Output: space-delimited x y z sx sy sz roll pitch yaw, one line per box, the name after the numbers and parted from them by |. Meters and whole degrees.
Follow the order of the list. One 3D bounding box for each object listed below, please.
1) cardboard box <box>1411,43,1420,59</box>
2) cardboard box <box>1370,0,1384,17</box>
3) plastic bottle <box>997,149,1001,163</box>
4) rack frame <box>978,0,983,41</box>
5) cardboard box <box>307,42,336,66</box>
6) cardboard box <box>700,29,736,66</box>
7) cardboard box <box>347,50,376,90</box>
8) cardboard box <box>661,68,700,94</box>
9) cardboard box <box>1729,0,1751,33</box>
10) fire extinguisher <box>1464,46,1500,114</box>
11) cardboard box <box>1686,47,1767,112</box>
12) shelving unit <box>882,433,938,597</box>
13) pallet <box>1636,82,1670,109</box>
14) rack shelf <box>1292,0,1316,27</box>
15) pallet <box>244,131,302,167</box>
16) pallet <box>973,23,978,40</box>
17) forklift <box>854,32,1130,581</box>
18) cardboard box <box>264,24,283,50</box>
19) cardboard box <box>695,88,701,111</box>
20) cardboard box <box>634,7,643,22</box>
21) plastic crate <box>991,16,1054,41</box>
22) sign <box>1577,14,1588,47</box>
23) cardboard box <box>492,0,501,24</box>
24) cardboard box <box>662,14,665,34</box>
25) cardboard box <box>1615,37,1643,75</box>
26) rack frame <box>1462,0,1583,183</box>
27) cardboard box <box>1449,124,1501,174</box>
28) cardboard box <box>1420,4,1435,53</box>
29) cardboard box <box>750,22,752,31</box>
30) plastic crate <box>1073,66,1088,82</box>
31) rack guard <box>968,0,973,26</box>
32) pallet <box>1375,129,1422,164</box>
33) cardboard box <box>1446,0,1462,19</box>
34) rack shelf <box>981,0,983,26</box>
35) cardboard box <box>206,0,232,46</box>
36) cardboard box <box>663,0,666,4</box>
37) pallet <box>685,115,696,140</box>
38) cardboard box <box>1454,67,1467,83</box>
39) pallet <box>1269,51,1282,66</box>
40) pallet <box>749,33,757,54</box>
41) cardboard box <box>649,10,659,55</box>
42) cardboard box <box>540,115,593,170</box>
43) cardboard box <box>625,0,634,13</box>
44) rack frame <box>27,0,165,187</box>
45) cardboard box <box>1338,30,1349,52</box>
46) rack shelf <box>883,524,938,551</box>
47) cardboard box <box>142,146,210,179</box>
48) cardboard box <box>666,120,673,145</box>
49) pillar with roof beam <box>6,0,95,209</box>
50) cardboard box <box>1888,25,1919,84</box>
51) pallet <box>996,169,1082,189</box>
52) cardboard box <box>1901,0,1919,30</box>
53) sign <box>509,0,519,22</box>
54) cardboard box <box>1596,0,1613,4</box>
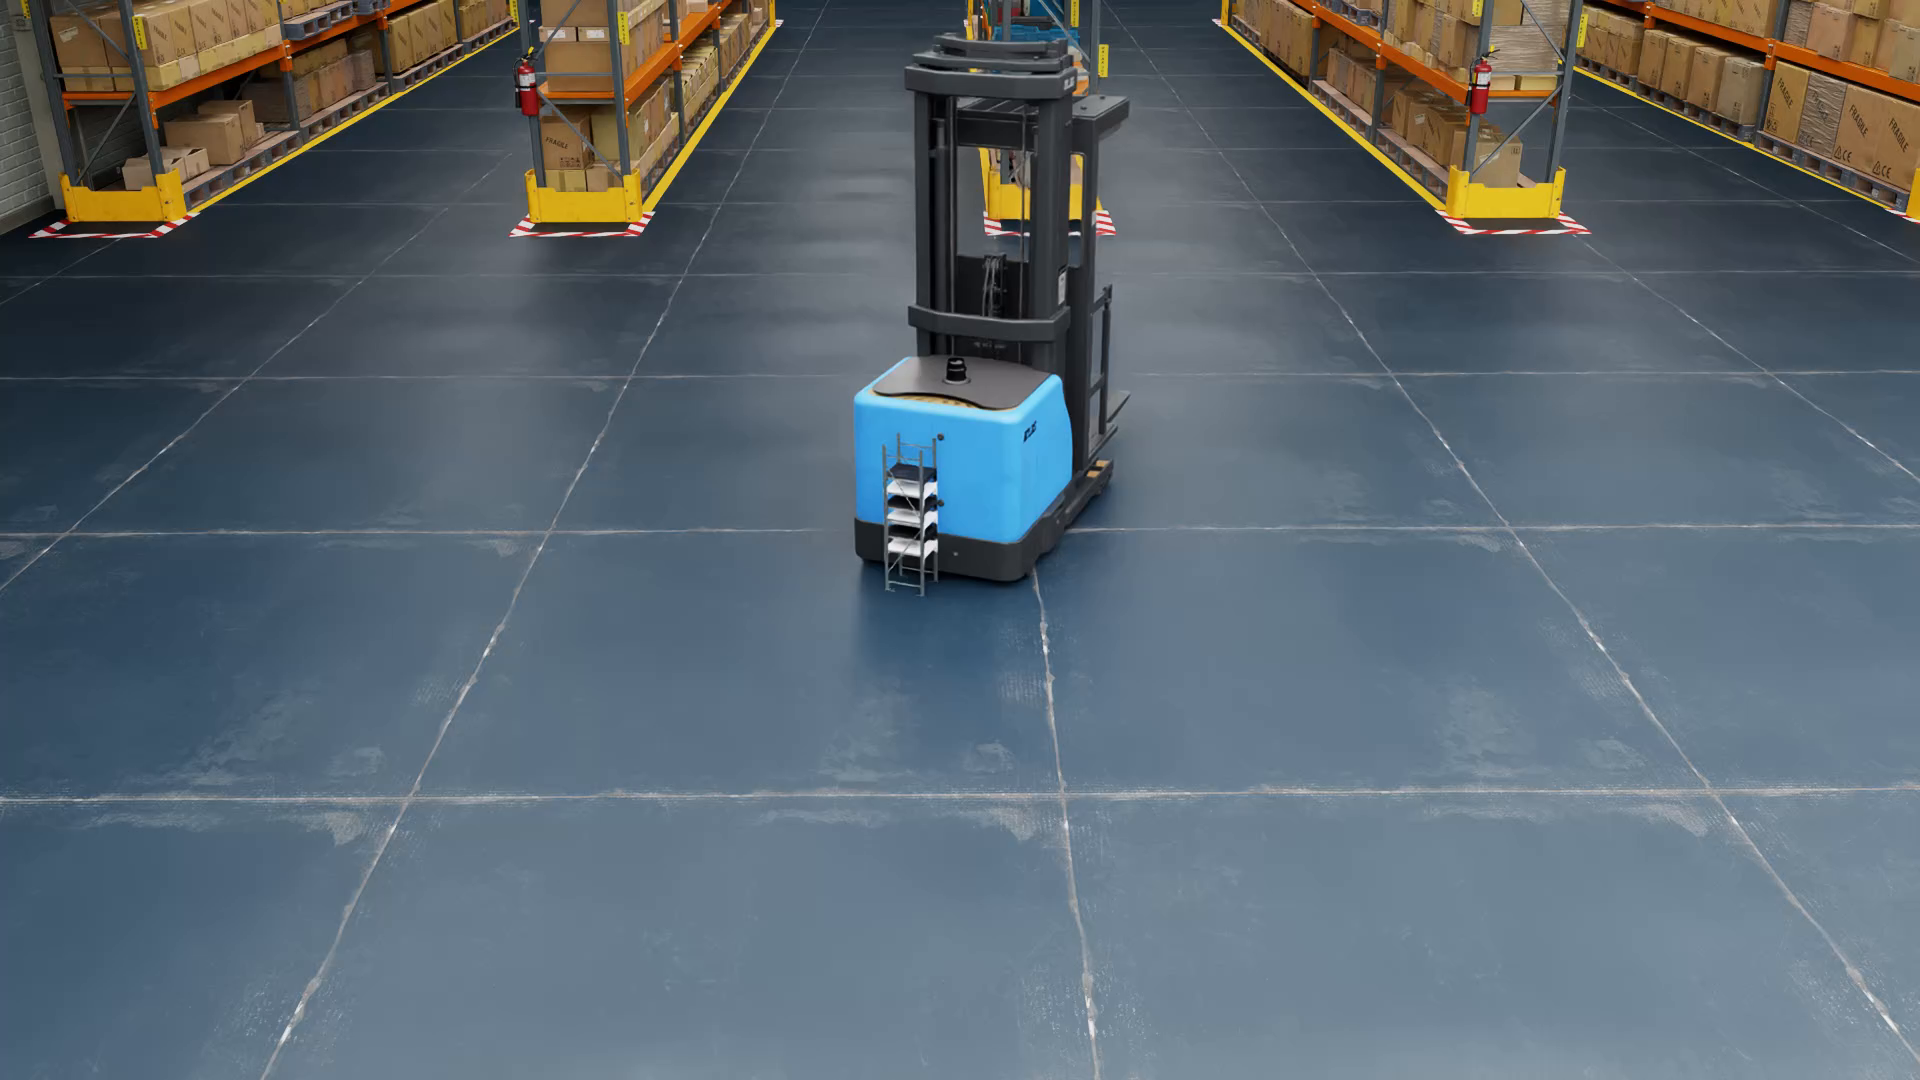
5.585 -5.806 19.753 0.380 0.149 0.250 0 24 -1 | cardboard box
5.977 -7.318 21.554 1.000 1.000 1.000 0 24 0 | cardboard box
0.478 -4.535 19.500 0.097 0.201 0.097 0 24 0 | plastic bottle
0.806 -9.800 28.278 1.000 3.000 0.127 0 24 -1 | rack frame
-9.043 -6.767 23.161 0.500 0.250 0.500 0 24 -1 | cardboard box
-3.835 -7.804 26.364 0.500 0.500 0.500 -1 24 -1 | cardboard box
-8.997 -6.872 24.304 0.700 0.500 0.500 0 24 0 | cardboard box
-3.823 -6.268 22.615 0.500 0.311 0.500 -1 24 -2 | cardboard box
10.528 -6.974 21.908 0.500 0.500 0.500 -1 24 -1 | cardboard box
5.430 -4.793 17.301 0.296 0.674 0.183 0 24 -1 | fire extinguisher
10.703 -6.326 22.817 1.050 0.750 0.750 0 24 -1 | cardboard box
-0.281 -0.140 9.468 0.258 0.900 0.210 9 26 19 | shelving unit
10.696 -6.559 24.496 1.003 0.211 1.213 0 24 -1 | pallet
5.780 -8.670 26.653 1.077 0.370 4.000 0 24 -1 | rack shelf
-8.971 -4.912 20.854 1.003 0.211 1.213 0 24 -1 | pallet
0.743 -9.336 30.637 1.003 0.211 1.213 0 24 -1 | pallet
0.379 -1.679 10.405 1.130 2.935 3.031 9 26 19 | forklift
-8.705 -6.206 20.489 0.500 0.250 0.500 0 24 0 | cardboard box
-3.830 -6.013 22.731 0.500 0.250 0.500 -1 24 -2 | cardboard box
-3.821 -5.972 18.905 0.380 0.149 0.250 0 24 0 | cardboard box
0.771 -6.259 20.524 0.767 0.338 0.504 0 24 -1 | plastic crate
6.432 -5.274 17.221 0.100 0.325 0.005 0 24 -1 | sign
-9.031 -9.962 31.160 0.700 0.500 0.500 0 24 -1 | cardboard box
-4.109 -6.617 21.423 0.500 0.250 0.500 1 24 3 | cardboard box
10.494 -7.477 25.666 0.500 0.500 0.500 0 24 -1 | cardboard box
5.889 -4.877 17.394 1.000 3.000 0.127 0 24 -1 | rack frame
5.858 -4.433 18.936 0.500 0.500 0.500 6 25 13 | cardboard box
5.829 -5.903 19.180 0.875 0.500 0.500 0 24 -1 | cardboard box
-3.955 -9.219 29.898 0.380 0.166 0.250 0 24 -1 | cardboard box
1.249 -5.105 18.218 0.298 0.136 0.250 0 24 -1 | plastic crate
0.749 -10.319 32.459 1.175 0.500 0.348 0 24 -1 | rack guard
5.888 -4.979 21.002 1.003 0.211 1.213 0 24 -1 | pallet
5.625 -5.946 18.060 0.500 0.500 0.500 0 24 -1 | cardboard box
0.827 -8.648 26.604 1.077 0.370 4.000 0 24 -1 | rack shelf
-8.687 -5.920 18.948 0.500 0.500 0.500 0 24 1 | cardboard box
-3.843 -6.713 20.544 0.380 0.149 0.250 0 24 -1 | cardboard box
-4.107 -5.516 22.189 1.003 0.211 1.213 0 24 -1 | pallet
5.623 -5.085 18.159 0.380 0.149 0.250 0 24 -1 | cardboard box
5.842 -8.234 28.200 1.003 0.211 1.213 0 24 -1 | pallet
-4.154 -8.792 29.433 1.003 0.211 1.213 0 24 -1 | pallet
-4.037 -6.128 20.038 0.700 0.500 0.500 -1 24 -1 | cardboard box
-4.320 -4.334 18.110 0.500 0.500 0.500 0 24 -1 | cardboard box
-4.027 -6.110 18.423 0.700 0.500 0.500 0 24 0 | cardboard box
-8.970 -4.811 17.247 1.000 3.000 0.127 0 24 -1 | rack frame
5.839 -7.301 24.343 0.500 0.250 0.500 1 24 2 | cardboard box
-0.281 -0.028 9.518 0.258 0.077 0.200 9 26 19 | rack shelf
-8.894 -4.306 18.861 0.500 0.311 0.500 2 24 4 | cardboard box
-3.841 -5.025 20.548 0.500 0.250 0.500 0 24 -1 | cardboard box
-5.538 -7.848 16.682 9.100 9.000 0.400 0 24 -1 | pillar with roof beam
10.773 -5.306 18.159 0.875 0.550 0.550 0 24 -1 | cardboard box
0.885 -3.951 18.729 1.003 0.211 1.213 0 24 -1 | pallet
10.786 -5.798 17.937 0.875 0.550 0.550 0 24 -1 | cardboard box
-4.559 -5.473 17.019 0.100 0.325 0.005 0 24 -1 | sign
10.980 -8.891 27.883 0.500 0.250 0.500 -1 24 -2 | cardboard box
